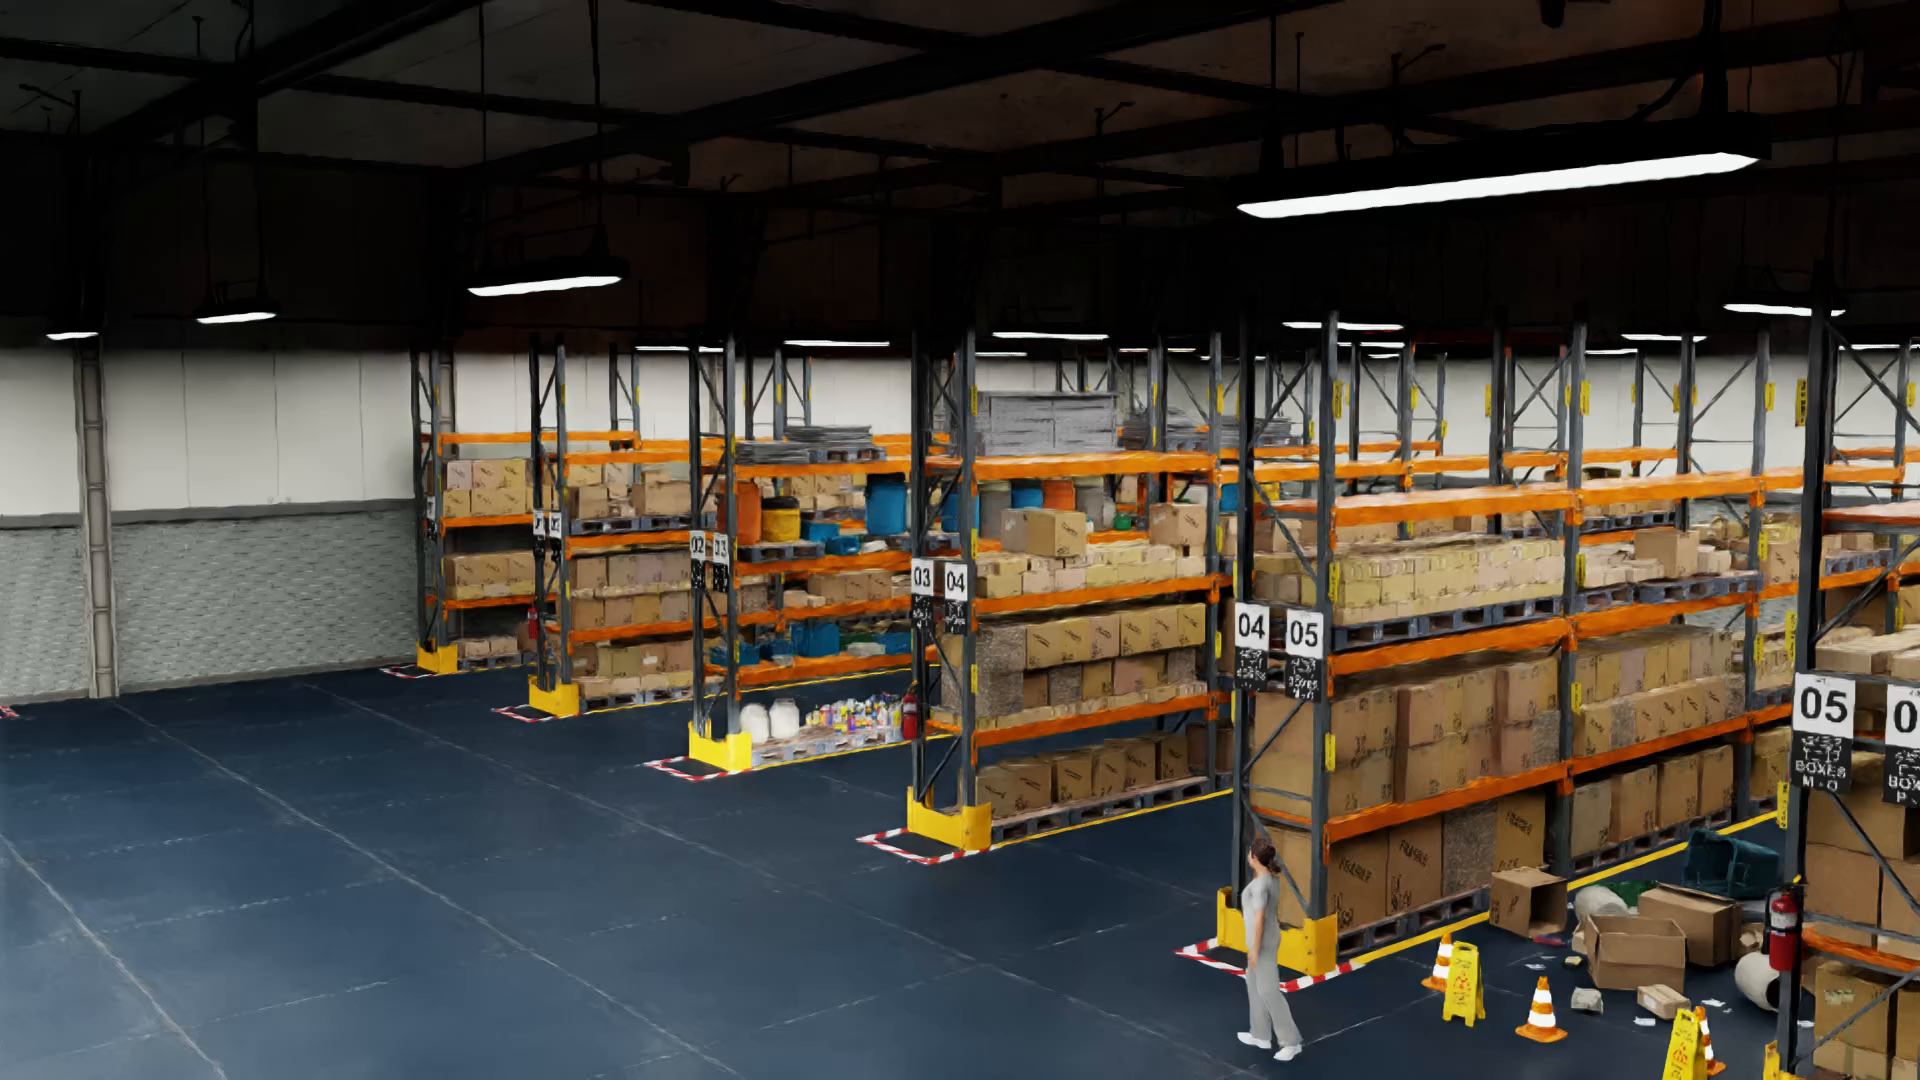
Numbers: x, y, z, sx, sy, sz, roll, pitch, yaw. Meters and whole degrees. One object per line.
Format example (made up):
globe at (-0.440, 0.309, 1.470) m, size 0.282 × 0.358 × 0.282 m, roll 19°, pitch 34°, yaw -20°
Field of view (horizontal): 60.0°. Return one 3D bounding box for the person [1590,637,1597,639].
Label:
person at (8.552, 2.251, 22.344) m, size 0.520 × 1.671 × 0.656 m, roll 2°, pitch 6°, yaw 21°

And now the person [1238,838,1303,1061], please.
person at (2.410, 3.153, 12.908) m, size 0.543 × 1.664 × 0.567 m, roll 2°, pitch 6°, yaw 22°

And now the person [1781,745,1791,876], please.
person at (8.899, 2.642, 17.494) m, size 0.608 × 1.787 × 0.490 m, roll -1°, pitch 5°, yaw -10°
